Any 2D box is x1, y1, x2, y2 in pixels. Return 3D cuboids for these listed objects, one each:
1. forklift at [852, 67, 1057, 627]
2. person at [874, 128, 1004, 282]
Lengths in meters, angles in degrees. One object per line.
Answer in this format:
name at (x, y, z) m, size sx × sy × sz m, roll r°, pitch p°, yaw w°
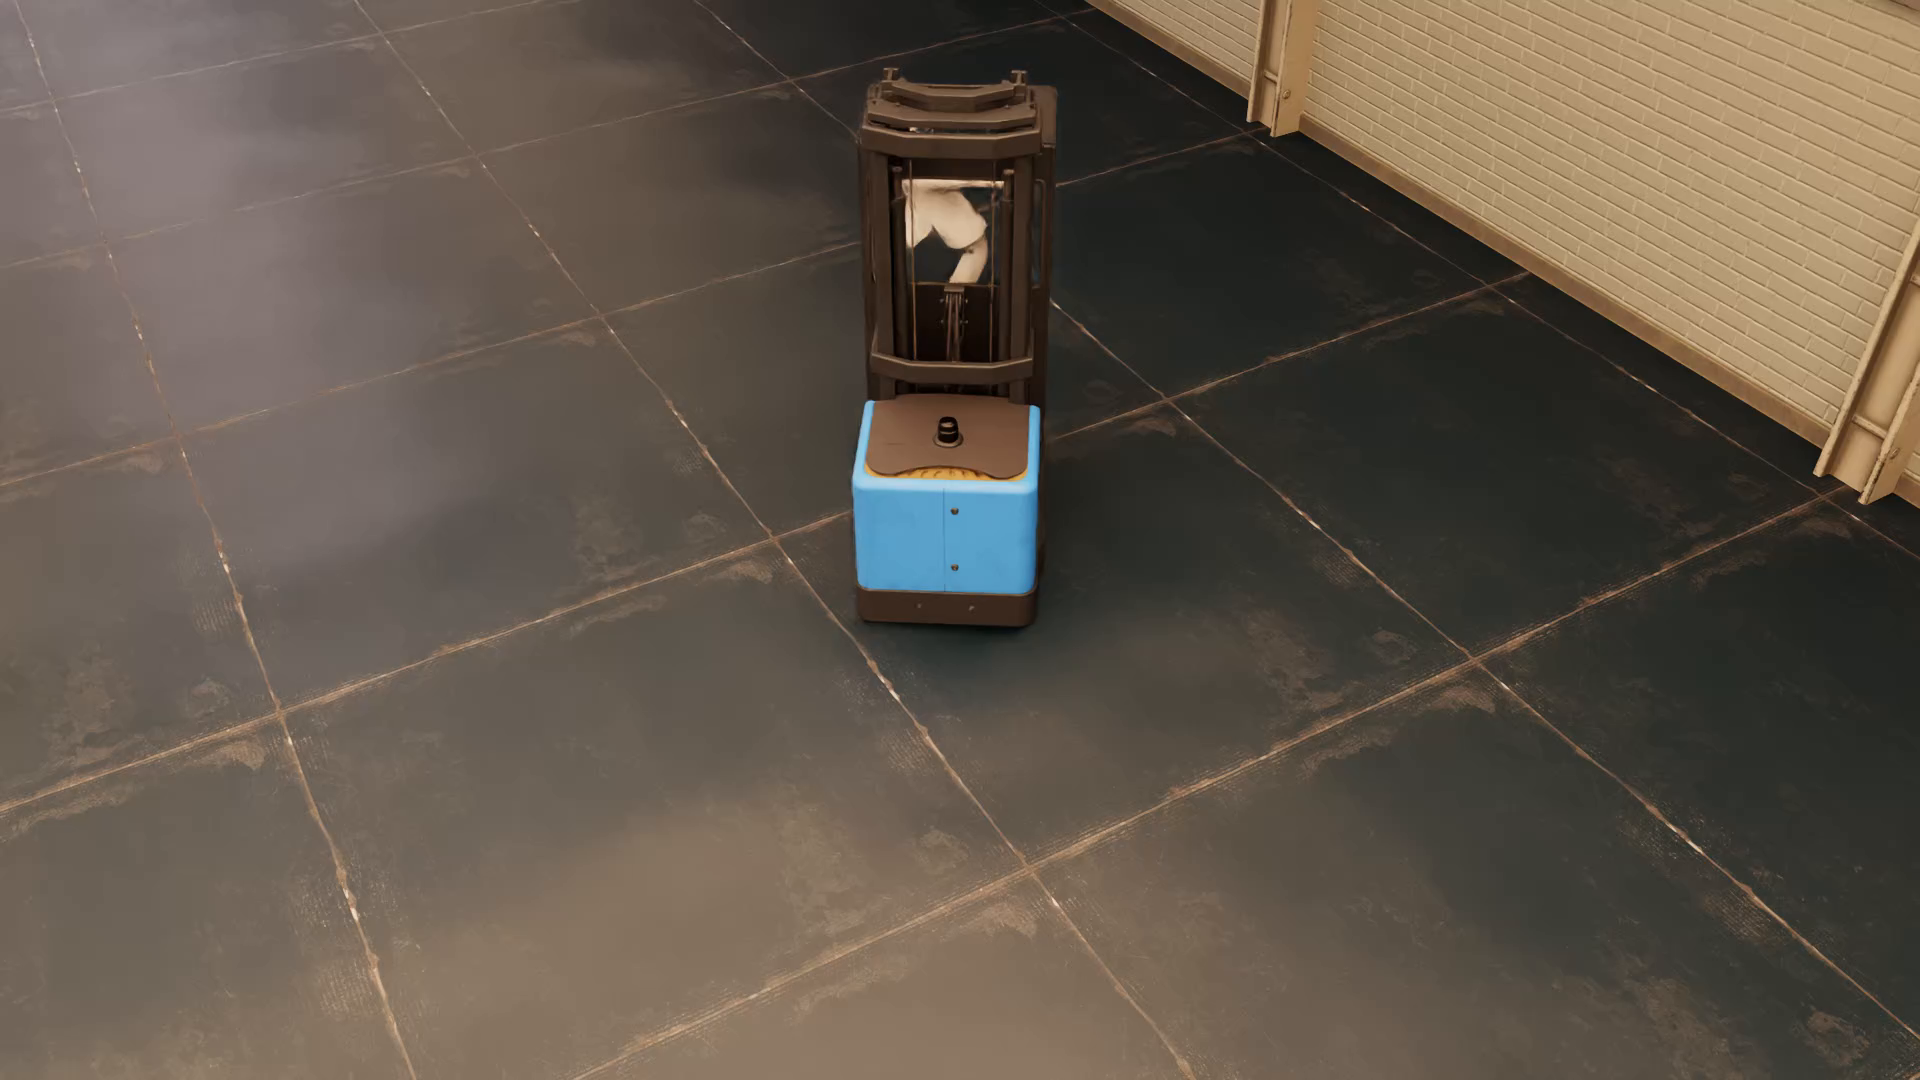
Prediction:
forklift at (-0.009, -1.551, 9.906) m, size 1.130 × 2.935 × 3.031 m, roll 2°, pitch 40°, yaw 2°
person at (-0.057, -2.329, 11.869) m, size 1.099 × 1.466 × 0.805 m, roll 10°, pitch 41°, yaw 12°
